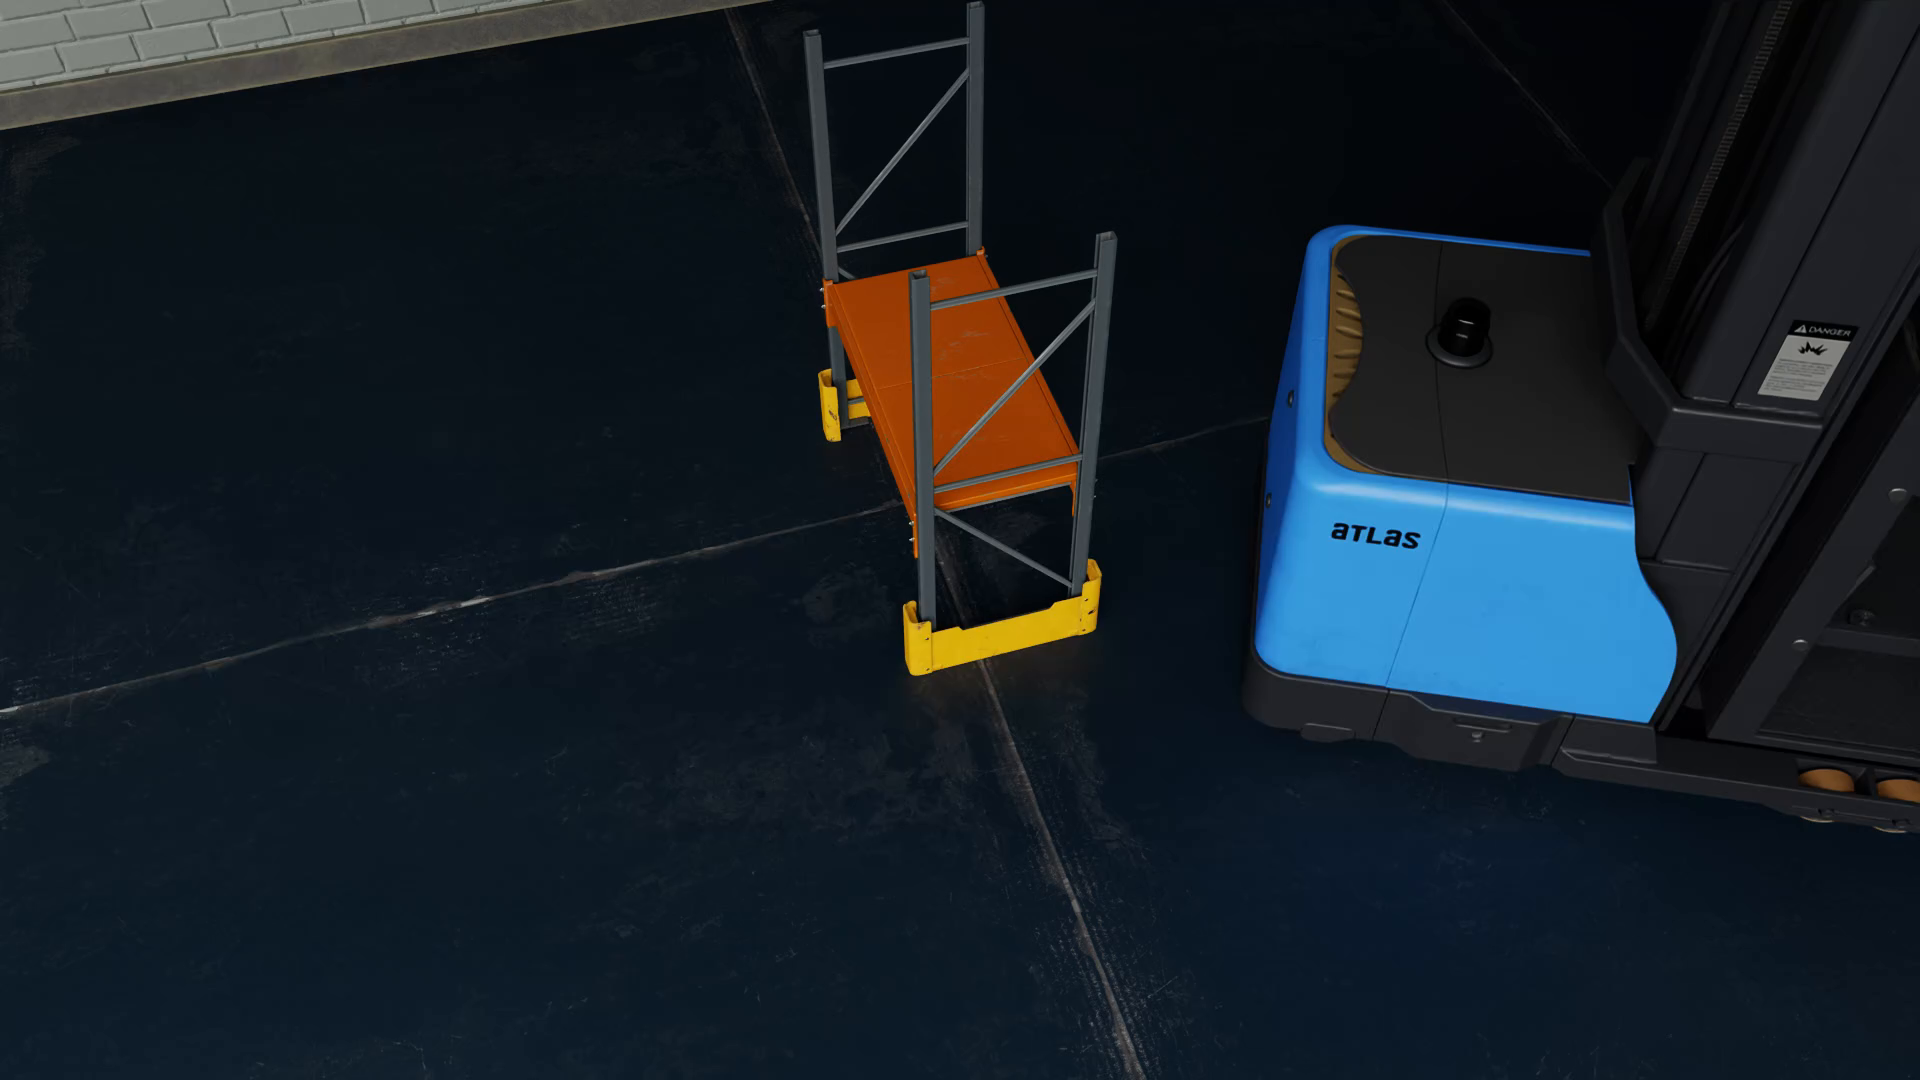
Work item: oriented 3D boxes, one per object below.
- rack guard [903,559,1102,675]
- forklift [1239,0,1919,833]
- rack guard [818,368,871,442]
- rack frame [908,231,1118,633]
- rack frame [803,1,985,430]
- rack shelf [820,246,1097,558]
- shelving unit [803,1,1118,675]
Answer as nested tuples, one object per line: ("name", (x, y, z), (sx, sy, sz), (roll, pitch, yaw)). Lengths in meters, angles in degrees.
("rack guard", (0.125, 0.227, 4.895), (0.587, 0.250, 0.087), (-13, 51, -11))
("forklift", (2.367, -0.582, 3.824), (3.031, 2.935, 1.130), (7, 50, 6))
("rack guard", (-0.170, -0.500, 5.508), (0.587, 0.250, 0.087), (-13, 51, -11))
("rack frame", (0.125, -0.174, 4.416), (0.500, 1.500, 0.032), (-13, 51, -11))
("rack frame", (-0.176, -0.917, 5.042), (0.500, 1.500, 0.032), (-13, 51, -11))
("rack shelf", (-0.025, -0.430, 4.867), (0.538, 0.185, 1.000), (-13, 51, -11))
("shelving unit", (-0.023, -0.539, 4.724), (0.587, 1.500, 1.083), (-13, 51, -11))
